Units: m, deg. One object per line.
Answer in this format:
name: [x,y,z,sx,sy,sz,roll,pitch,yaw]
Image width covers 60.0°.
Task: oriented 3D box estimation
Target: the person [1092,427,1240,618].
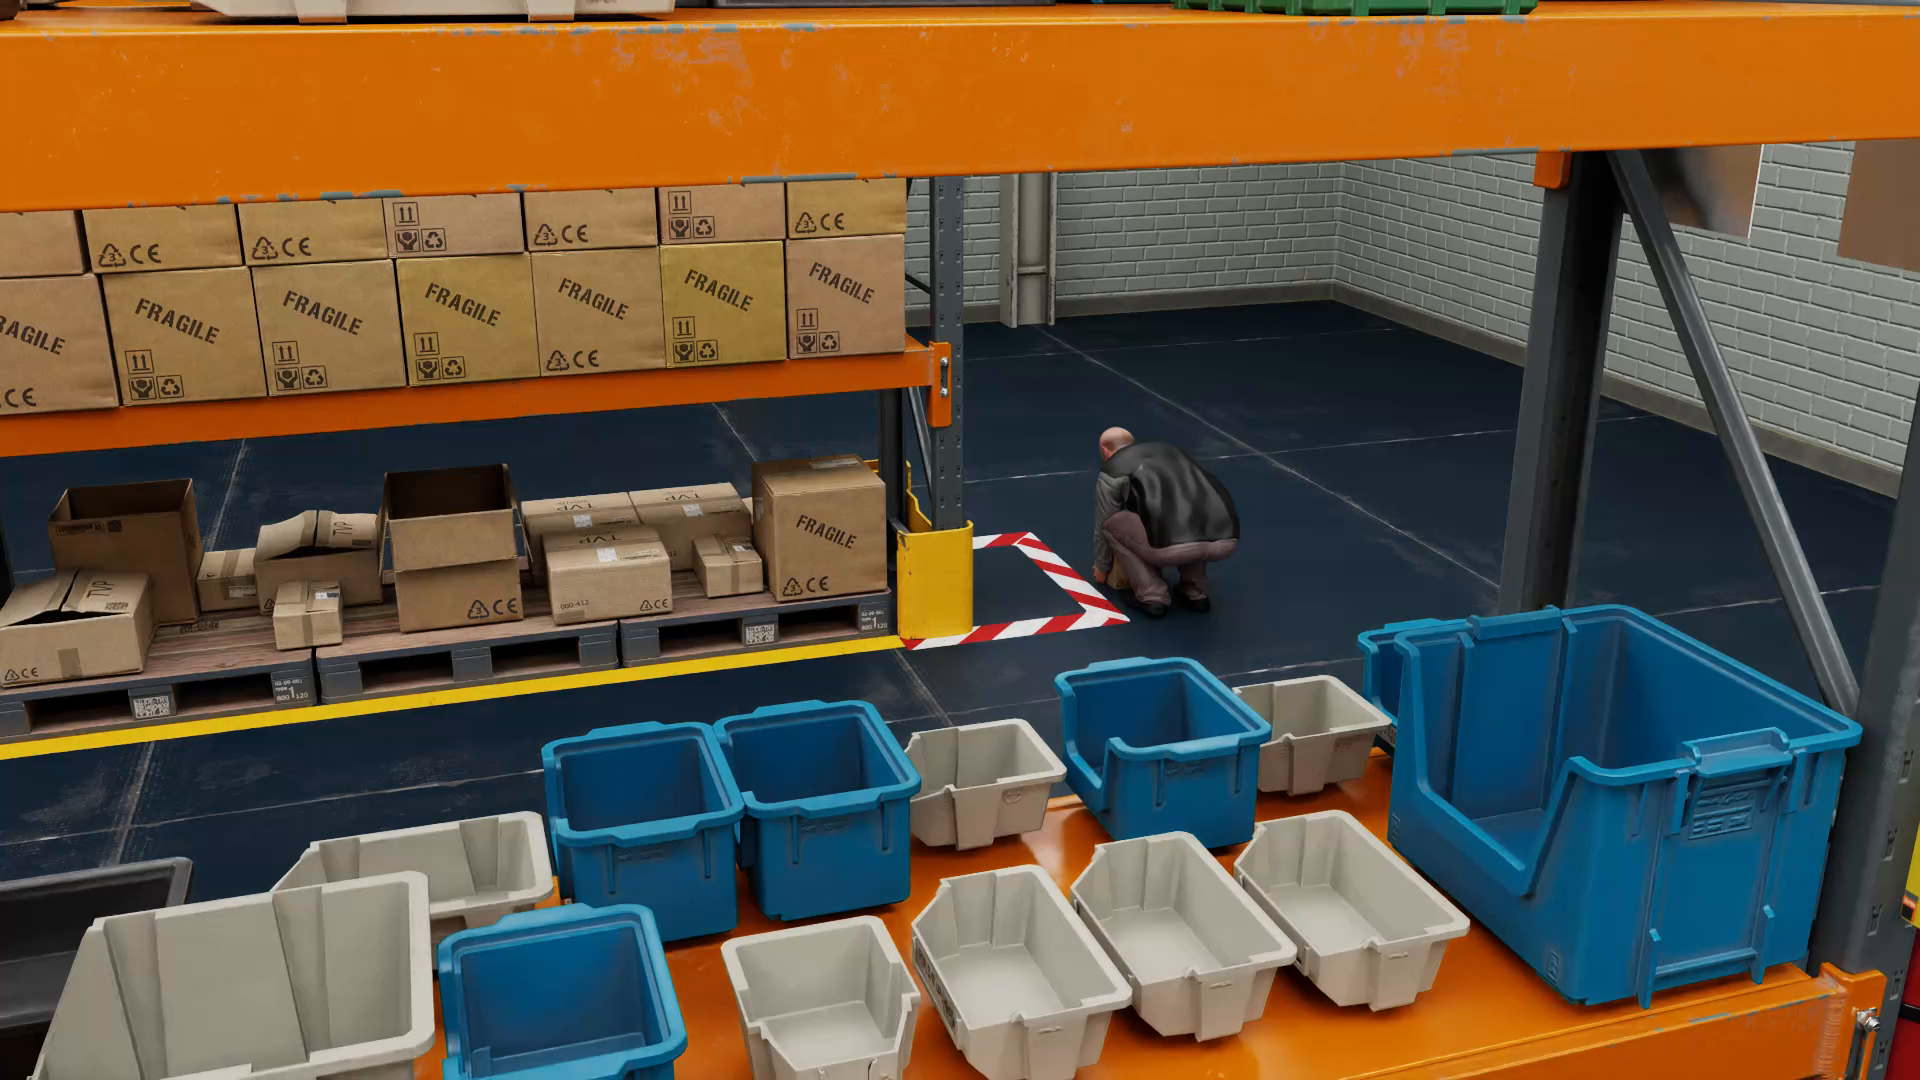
person: [0.931,-0.036,7.822,0.515,0.839,0.905,-7,20,-20]
